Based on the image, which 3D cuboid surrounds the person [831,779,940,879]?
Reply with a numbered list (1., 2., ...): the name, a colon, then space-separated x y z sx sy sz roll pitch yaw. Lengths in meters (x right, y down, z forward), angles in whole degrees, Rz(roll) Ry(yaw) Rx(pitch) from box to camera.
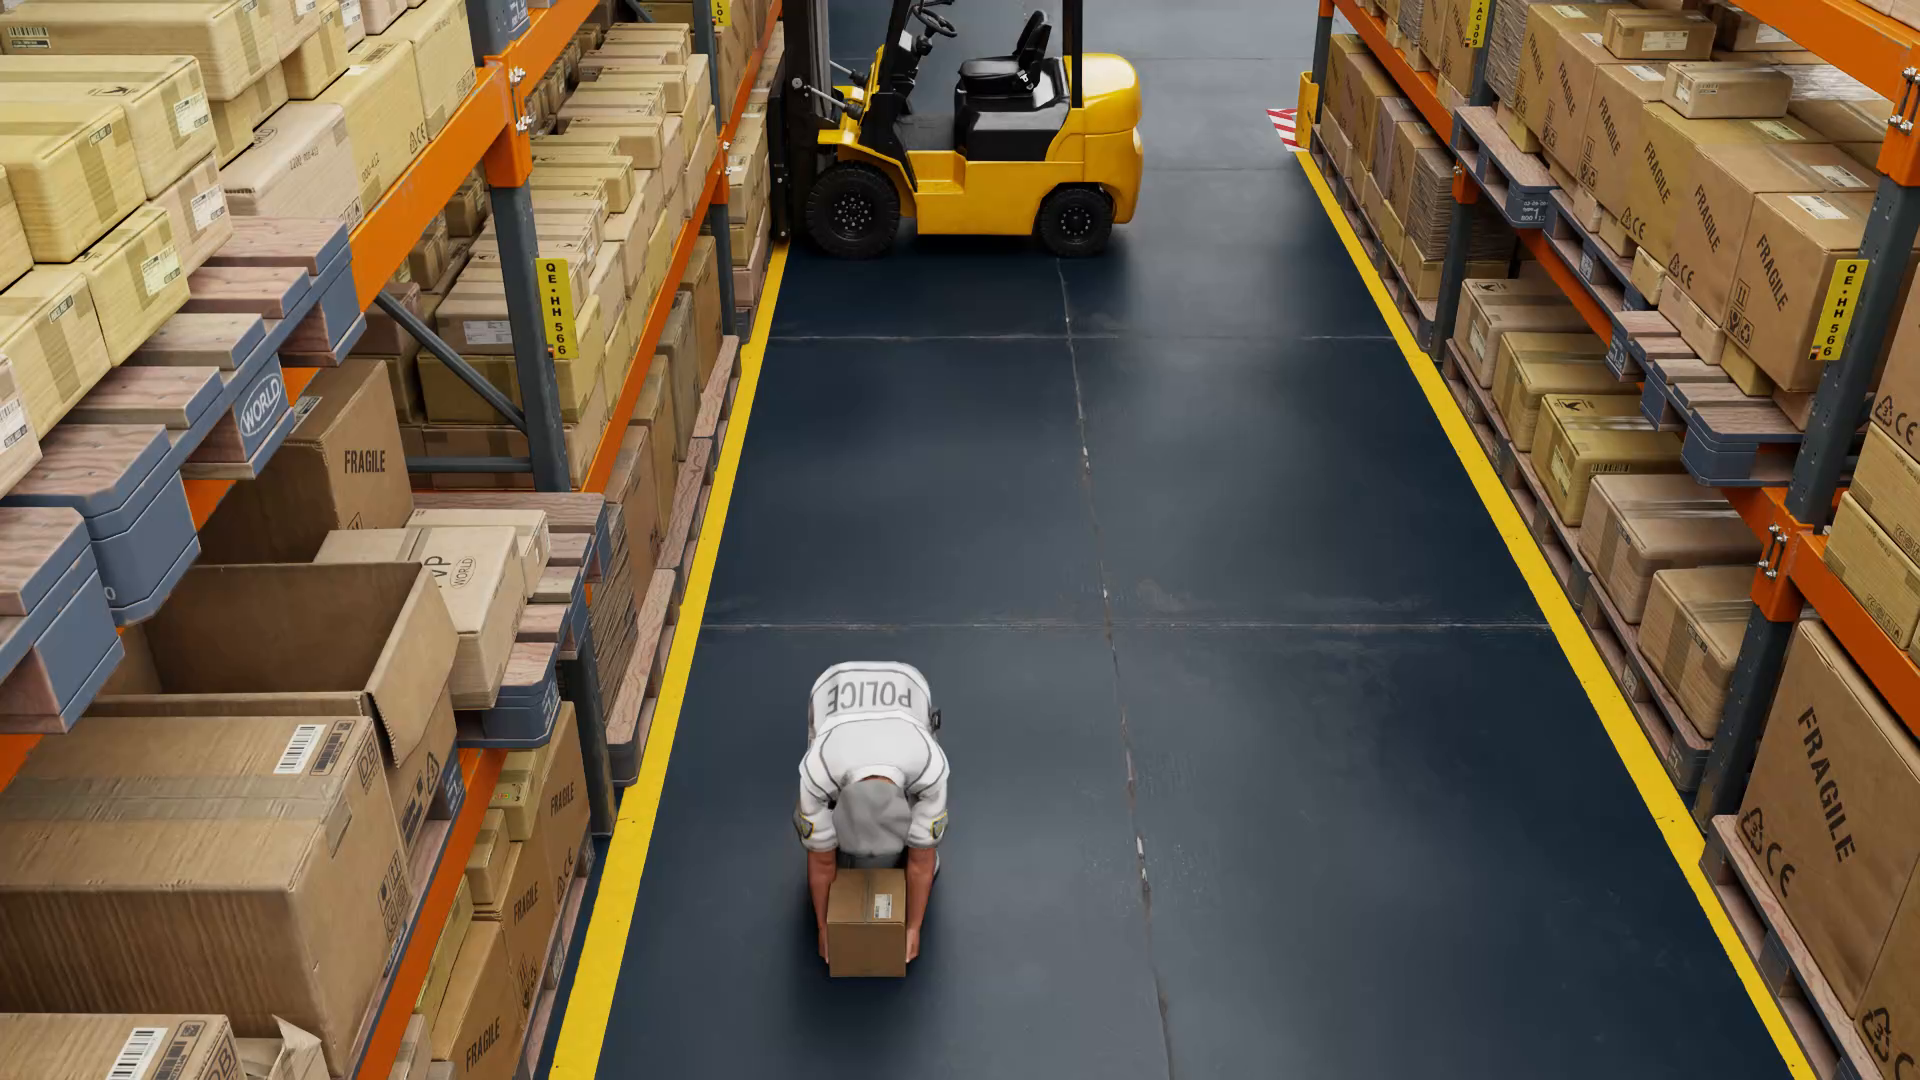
1. person: -0.304 0.927 5.528 0.449 0.803 0.858 1 31 2
